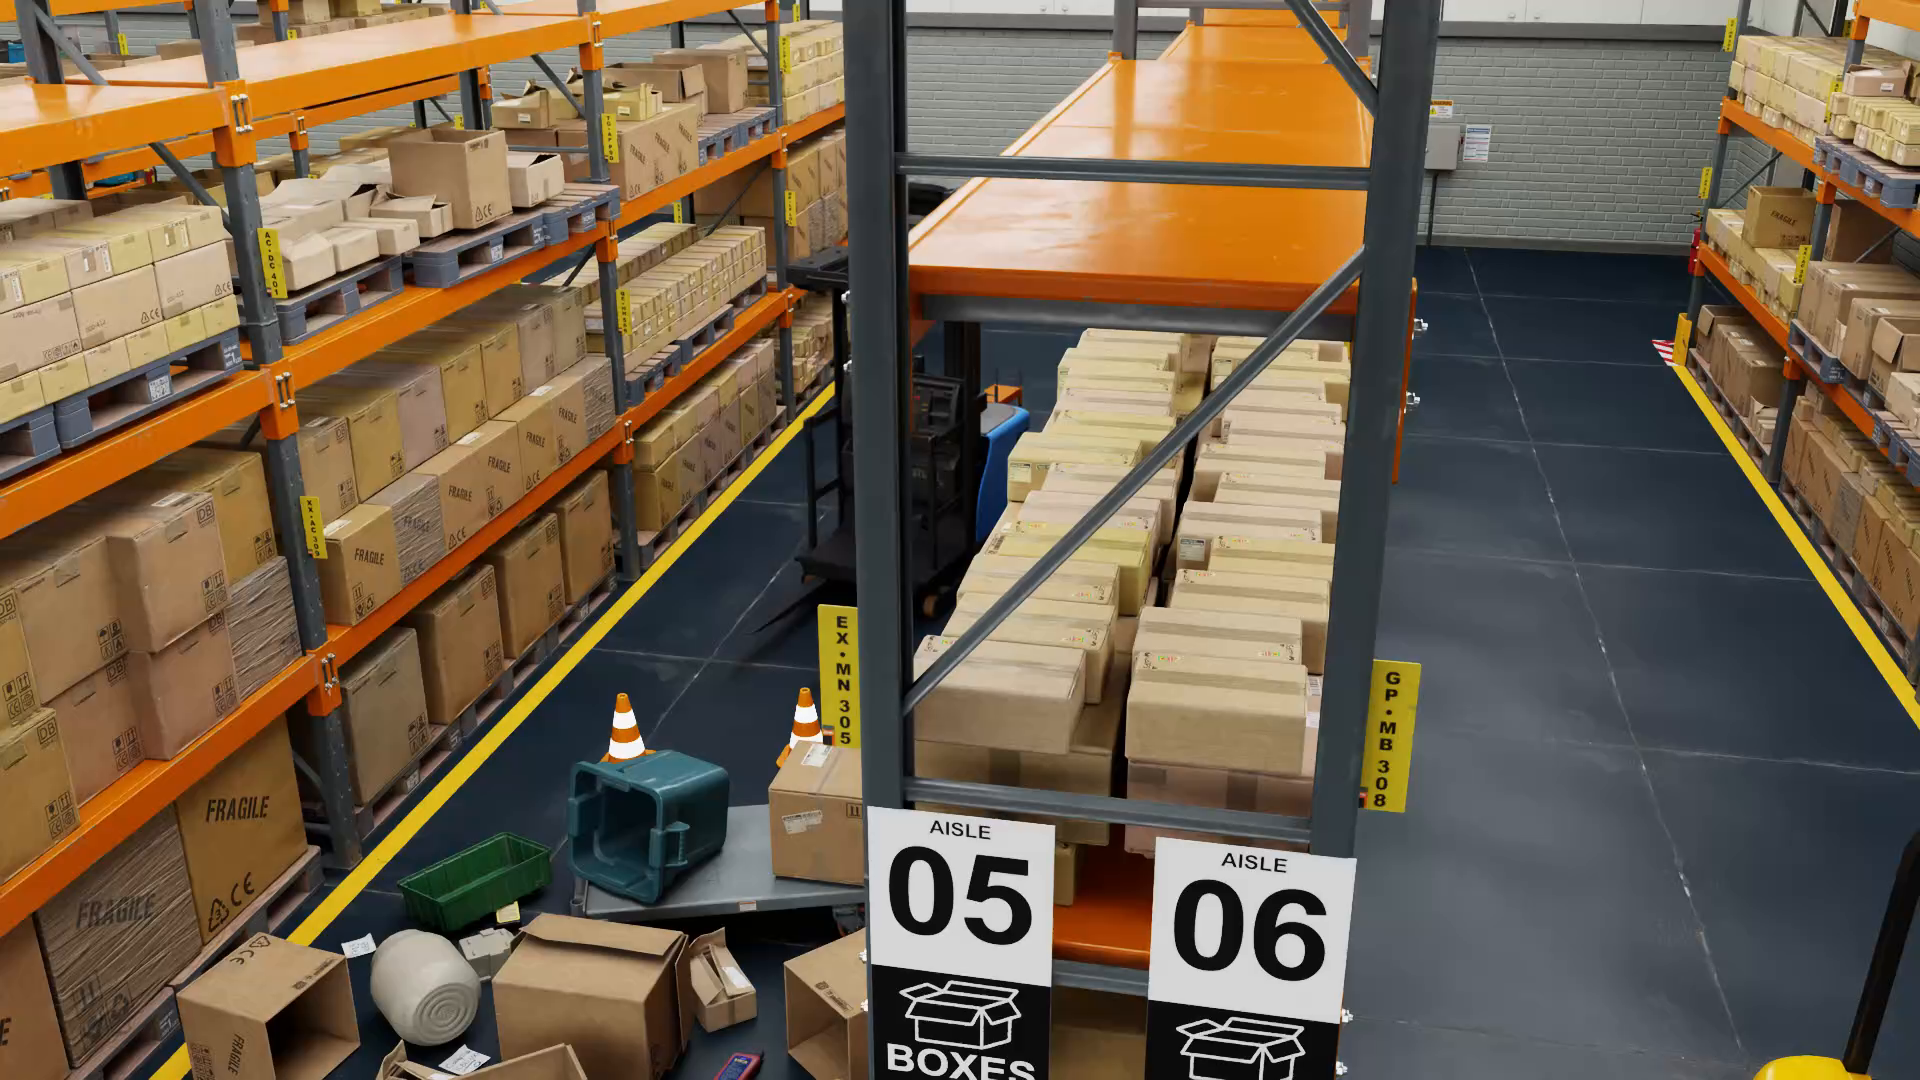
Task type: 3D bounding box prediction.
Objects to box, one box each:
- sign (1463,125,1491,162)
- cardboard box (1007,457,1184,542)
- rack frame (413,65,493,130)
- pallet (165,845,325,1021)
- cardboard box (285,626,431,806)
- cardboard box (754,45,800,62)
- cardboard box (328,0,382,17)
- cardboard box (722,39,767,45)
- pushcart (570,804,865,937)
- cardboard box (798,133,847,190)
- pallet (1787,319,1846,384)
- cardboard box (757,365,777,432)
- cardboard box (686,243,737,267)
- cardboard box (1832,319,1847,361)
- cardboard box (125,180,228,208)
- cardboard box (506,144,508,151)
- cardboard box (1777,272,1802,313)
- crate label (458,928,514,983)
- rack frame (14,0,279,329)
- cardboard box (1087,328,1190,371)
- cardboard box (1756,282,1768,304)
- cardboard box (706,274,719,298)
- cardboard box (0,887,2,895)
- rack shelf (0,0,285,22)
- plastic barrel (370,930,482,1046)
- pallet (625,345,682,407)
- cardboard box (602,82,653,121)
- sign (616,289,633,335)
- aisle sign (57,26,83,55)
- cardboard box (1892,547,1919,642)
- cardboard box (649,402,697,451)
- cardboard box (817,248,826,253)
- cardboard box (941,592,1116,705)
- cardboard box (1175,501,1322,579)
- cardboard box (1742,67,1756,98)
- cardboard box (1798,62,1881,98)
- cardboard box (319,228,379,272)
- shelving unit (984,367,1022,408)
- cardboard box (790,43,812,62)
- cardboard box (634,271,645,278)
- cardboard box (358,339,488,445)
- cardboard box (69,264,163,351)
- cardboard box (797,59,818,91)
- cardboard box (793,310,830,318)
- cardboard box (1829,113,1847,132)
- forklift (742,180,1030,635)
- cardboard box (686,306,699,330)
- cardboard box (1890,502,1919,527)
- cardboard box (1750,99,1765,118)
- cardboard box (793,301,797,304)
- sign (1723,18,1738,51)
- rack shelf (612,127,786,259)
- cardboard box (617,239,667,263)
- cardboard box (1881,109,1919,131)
[{"bbox_3d":[7.242,-5.557,23.295,0.329,0.494,0.001,4,22,11],"label":"sign"},{"bbox_3d":[0.444,-0.088,5.374,0.500,0.250,0.500,5,22,11],"label":"cardboard box"},{"bbox_3d":[-6.139,-4.468,20.464,1.000,3.000,0.127,4,22,11],"label":"rack frame"},{"bbox_3d":[-3.985,1.901,8.381,1.003,0.211,1.213,4,22,11],"label":"pallet"},{"bbox_3d":[-3.714,0.950,9.459,1.050,0.750,0.750,4,22,11],"label":"cardboard box"},{"bbox_3d":[-1.740,-4.610,15.798,0.380,0.149,0.250,4,22,10],"label":"cardboard box"},{"bbox_3d":[-6.561,-5.757,17.815,0.500,0.250,0.500,4,22,9],"label":"cardboard box"},{"bbox_3d":[-2.120,-4.846,16.384,0.380,0.149,0.250,4,22,9],"label":"cardboard box"},{"bbox_3d":[-1.129,1.737,8.567,1.648,0.377,0.936,-3,22,-8],"label":"pushcart"},{"bbox_3d":[-1.460,-3.945,17.294,0.500,0.500,0.500,4,22,9],"label":"cardboard box"},{"bbox_3d":[7.336,-1.500,13.350,1.003,0.211,1.213,4,22,11],"label":"pallet"},{"bbox_3d":[-2.025,-1.336,15.469,0.500,0.500,0.500,4,22,10],"label":"cardboard box"},{"bbox_3d":[-2.173,-2.494,14.540,0.380,0.149,0.250,4,22,11],"label":"cardboard box"},{"bbox_3d":[6.947,-1.527,12.777,0.396,0.266,0.258,6,23,14],"label":"cardboard box"},{"bbox_3d":[-7.229,-3.033,15.423,0.797,0.503,0.637,5,22,12],"label":"cardboard box"},{"bbox_3d":[-3.300,-2.471,10.912,0.500,0.311,0.500,4,22,11],"label":"cardboard box"},{"bbox_3d":[7.471,-2.146,14.500,0.500,0.250,0.500,5,22,12],"label":"cardboard box"},{"bbox_3d":[-2.321,2.030,8.160,0.298,0.136,0.250,-11,25,-26],"label":"crate label"},{"bbox_3d":[-3.753,-2.447,7.415,1.000,3.000,0.127,4,22,11],"label":"rack frame"},{"bbox_3d":[0.705,-0.781,6.563,0.380,0.149,0.250,5,23,13],"label":"cardboard box"},{"bbox_3d":[7.590,-2.276,15.355,0.380,0.149,0.250,4,22,10],"label":"cardboard box"},{"bbox_3d":[-2.274,-2.164,14.117,0.380,0.149,0.250,5,22,11],"label":"cardboard box"},{"bbox_3d":[-4.210,1.191,6.210,0.875,0.550,0.550,4,22,11],"label":"cardboard box"},{"bbox_3d":[-7.364,-4.538,14.103,1.077,0.370,4.000,4,22,11],"label":"rack shelf"},{"bbox_3d":[-2.483,2.062,7.697,0.421,0.421,0.512,-16,27,-35],"label":"plastic barrel"},{"bbox_3d":[-2.896,-1.307,12.871,1.213,0.211,1.003,4,22,11],"label":"pallet"},{"bbox_3d":[-2.479,-3.236,12.230,0.396,0.266,0.258,4,22,11],"label":"cardboard box"},{"bbox_3d":[-2.393,-1.623,11.850,0.100,0.325,0.005,4,22,11],"label":"sign"},{"bbox_3d":[-11.264,-6.101,21.037,0.394,0.787,0.004,4,22,11],"label":"aisle sign"},{"bbox_3d":[6.666,0.384,11.200,0.500,0.500,0.500,5,22,12],"label":"cardboard box"},{"bbox_3d":[-2.456,-0.930,13.458,0.500,0.250,0.500,4,22,10],"label":"cardboard box"},{"bbox_3d":[-1.583,-2.940,17.006,0.380,0.149,0.250,5,22,12],"label":"cardboard box"},{"bbox_3d":[0.168,0.256,3.986,0.380,0.149,0.250,5,22,12],"label":"cardboard box"},{"bbox_3d":[0.798,0.015,4.584,0.380,0.149,0.250,4,22,11],"label":"cardboard box"},{"bbox_3d":[7.980,-4.467,16.247,0.500,0.250,0.500,5,22,12],"label":"cardboard box"},{"bbox_3d":[7.568,-3.954,14.304,0.500,0.250,0.500,4,22,10],"label":"cardboard box"},{"bbox_3d":[-3.298,-1.541,8.820,0.250,0.149,0.380,4,22,11],"label":"cardboard box"},{"bbox_3d":[0.295,-0.769,13.687,0.258,1.200,0.503,10,24,23],"label":"shelving unit"},{"bbox_3d":[-1.643,-4.702,16.026,0.380,0.149,0.250,4,22,9],"label":"cardboard box"},{"bbox_3d":[-2.914,-2.217,14.250,0.380,0.149,0.250,4,22,10],"label":"cardboard box"},{"bbox_3d":[-3.347,-0.914,10.167,0.700,0.500,0.500,4,22,10],"label":"cardboard box"},{"bbox_3d":[-3.706,-0.981,6.896,0.500,0.250,0.500,4,22,11],"label":"cardboard box"},{"bbox_3d":[-1.681,-4.484,16.018,0.500,0.250,0.500,4,22,11],"label":"cardboard box"},{"bbox_3d":[-1.592,-2.331,17.615,0.380,0.149,0.250,4,22,9],"label":"cardboard box"},{"bbox_3d":[7.156,-3.310,13.213,0.380,0.149,0.250,5,22,12],"label":"cardboard box"},{"bbox_3d":[-0.524,-0.984,11.903,1.130,2.935,3.031,10,24,23],"label":"forklift"},{"bbox_3d":[-2.379,-1.839,13.709,0.380,0.149,0.250,5,22,12],"label":"cardboard box"},{"bbox_3d":[6.765,-0.141,11.635,0.380,0.149,0.250,4,22,9],"label":"cardboard box"},{"bbox_3d":[7.835,-4.142,15.974,0.380,0.149,0.250,4,22,11],"label":"cardboard box"},{"bbox_3d":[-1.993,-2.553,18.166,0.380,0.149,0.250,5,22,12],"label":"cardboard box"},{"bbox_3d":[7.891,-5.174,17.031,0.100,0.325,0.005,4,22,11],"label":"sign"},{"bbox_3d":[-2.529,-2.917,13.559,1.077,0.370,4.000,4,22,11],"label":"rack shelf"},{"bbox_3d":[-2.810,-2.549,14.674,0.380,0.149,0.250,4,22,10],"label":"cardboard box"},{"bbox_3d":[7.016,-3.065,12.205,0.380,0.149,0.250,5,22,12],"label":"cardboard box"}]
